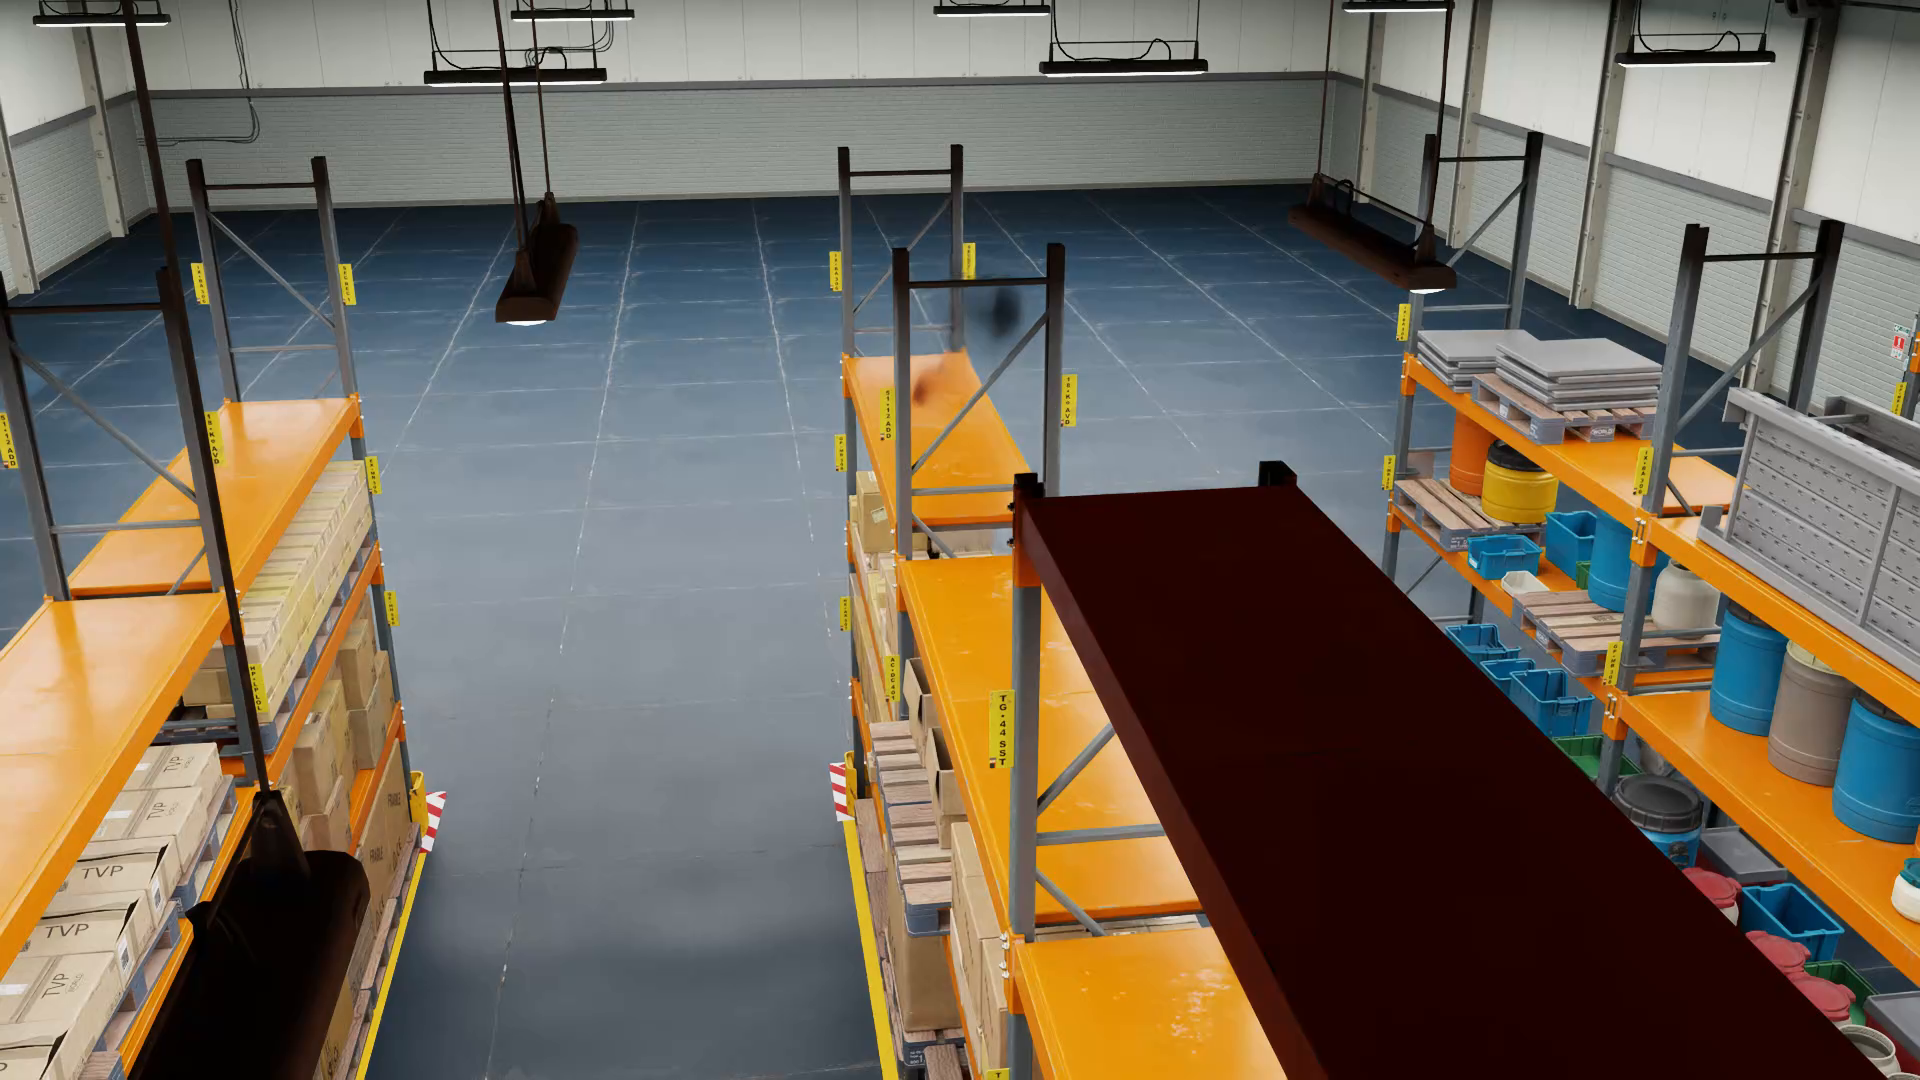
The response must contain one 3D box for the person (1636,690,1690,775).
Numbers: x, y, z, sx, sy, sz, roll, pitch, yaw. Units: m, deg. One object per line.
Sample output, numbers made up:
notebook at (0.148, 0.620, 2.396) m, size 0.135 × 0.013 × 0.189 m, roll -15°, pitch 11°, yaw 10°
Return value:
person at (6.192, 1.874, 14.680) m, size 0.619 × 1.681 × 1.062 m, roll -5°, pitch 22°, yaw -13°
